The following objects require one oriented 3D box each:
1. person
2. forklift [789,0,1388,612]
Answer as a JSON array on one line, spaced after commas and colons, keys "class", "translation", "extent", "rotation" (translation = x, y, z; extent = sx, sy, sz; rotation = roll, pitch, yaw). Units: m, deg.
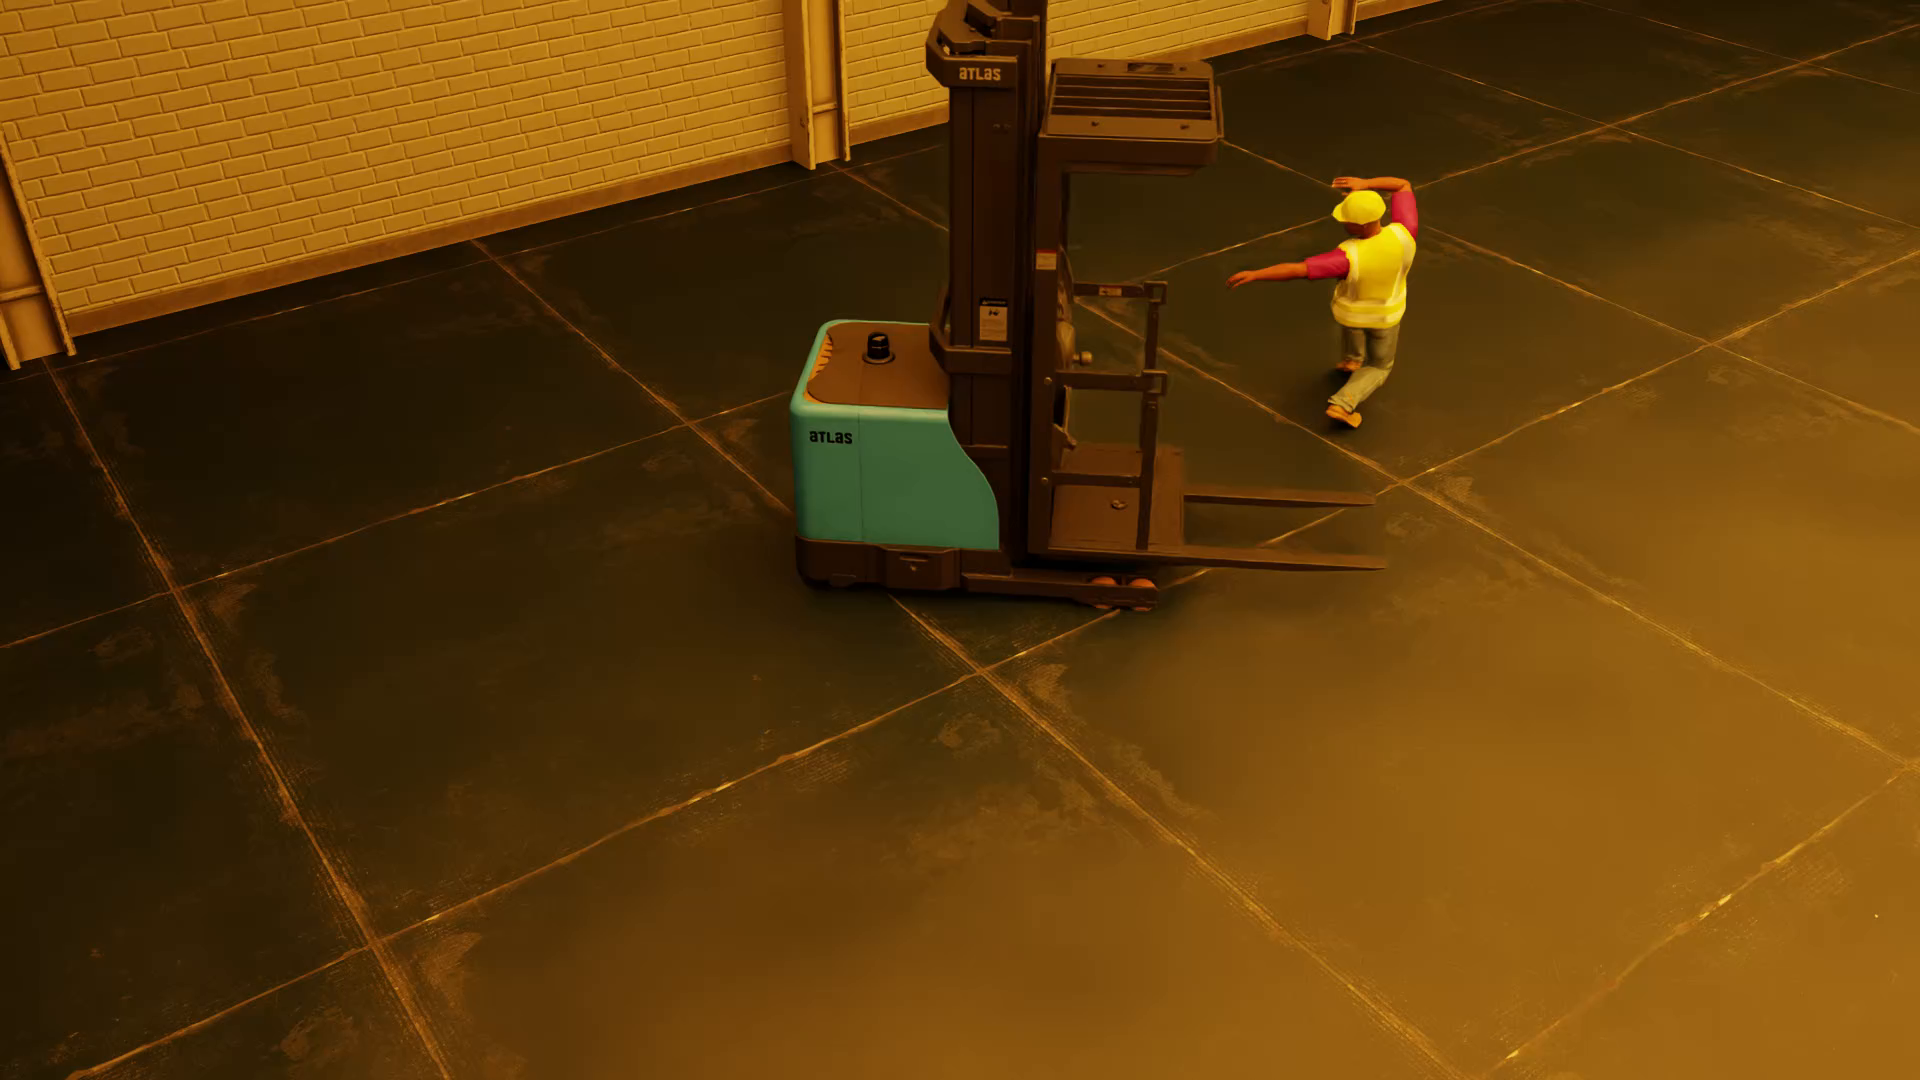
[{"class": "person", "translation": [2.144, -1.501, 9.988], "extent": [1.050, 1.475, 0.921], "rotation": [8, 34, 12]}, {"class": "forklift", "translation": [0.699, -1.166, 8.148], "extent": [3.031, 2.935, 1.130], "rotation": [3, 34, 5]}]
